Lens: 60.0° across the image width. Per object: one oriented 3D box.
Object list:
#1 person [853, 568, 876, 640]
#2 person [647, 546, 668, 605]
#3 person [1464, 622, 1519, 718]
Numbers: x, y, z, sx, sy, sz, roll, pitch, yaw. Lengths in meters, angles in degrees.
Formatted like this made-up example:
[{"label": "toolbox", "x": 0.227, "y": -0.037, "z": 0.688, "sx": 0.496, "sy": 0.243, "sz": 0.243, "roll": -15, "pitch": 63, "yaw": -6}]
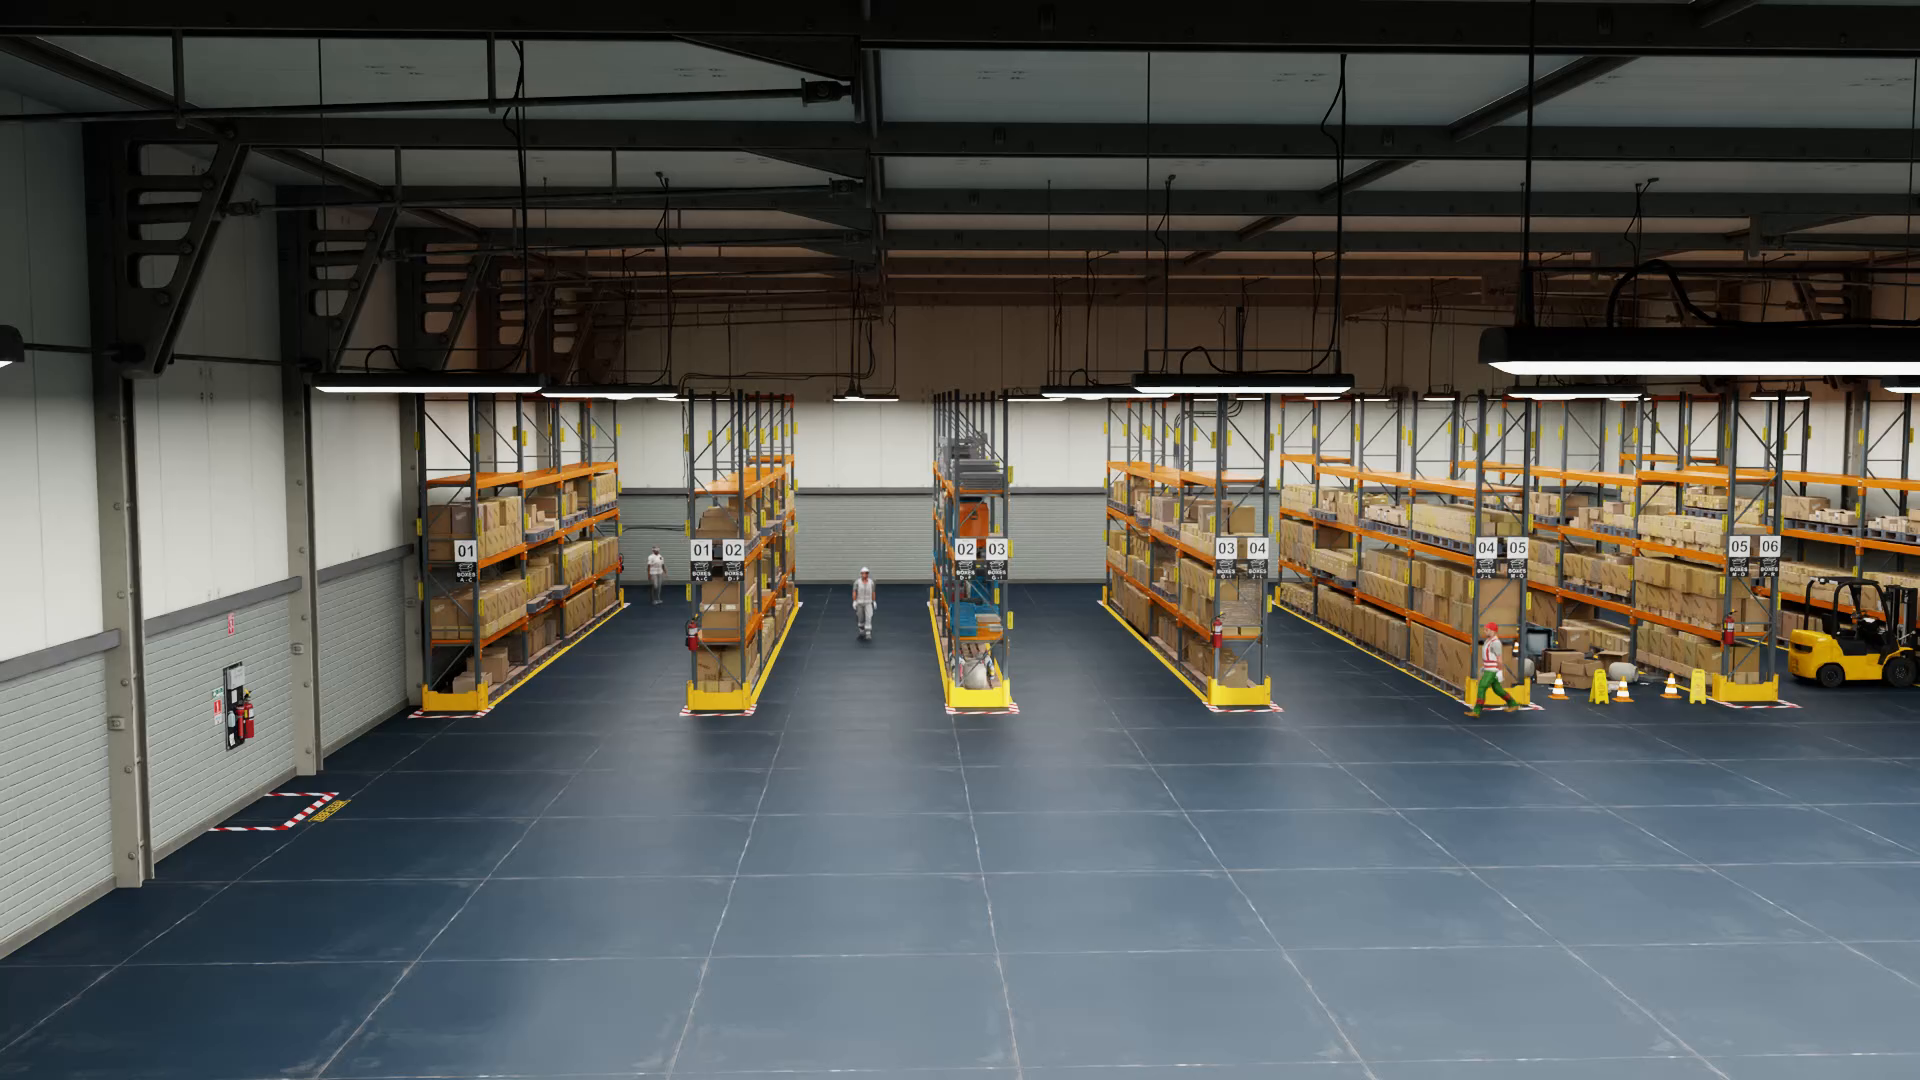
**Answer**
[{"label": "person", "x": -2.325, "y": 1.541, "z": 40.539, "sx": 0.591, "sy": 1.727, "sz": 1.098, "roll": 0, "pitch": 5, "yaw": -5}, {"label": "person", "x": -8.685, "y": 1.020, "z": 47.616, "sx": 0.502, "sy": 1.714, "sz": 0.490, "roll": -4, "pitch": 6, "yaw": -39}, {"label": "person", "x": 9.734, "y": 2.372, "z": 30.378, "sx": 1.075, "sy": 1.748, "sz": 0.536, "roll": 0, "pitch": 5, "yaw": -1}]
